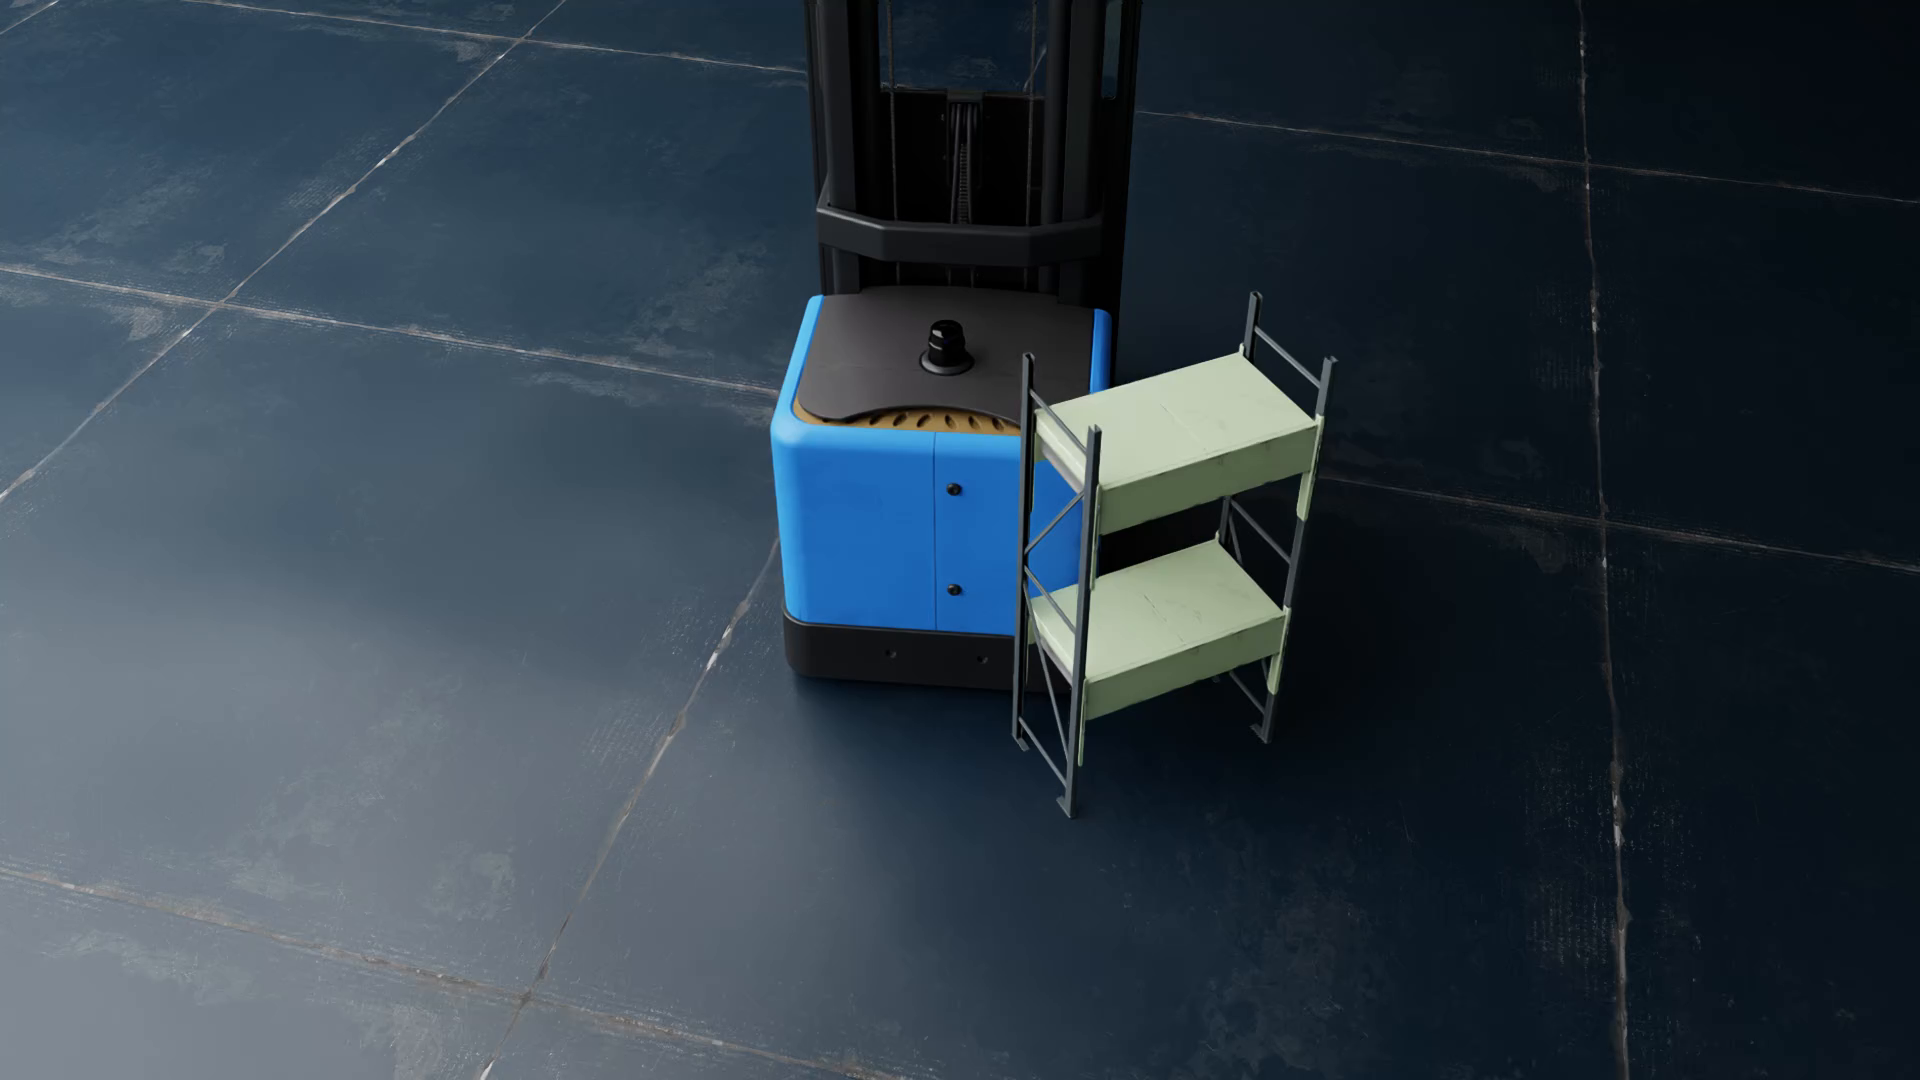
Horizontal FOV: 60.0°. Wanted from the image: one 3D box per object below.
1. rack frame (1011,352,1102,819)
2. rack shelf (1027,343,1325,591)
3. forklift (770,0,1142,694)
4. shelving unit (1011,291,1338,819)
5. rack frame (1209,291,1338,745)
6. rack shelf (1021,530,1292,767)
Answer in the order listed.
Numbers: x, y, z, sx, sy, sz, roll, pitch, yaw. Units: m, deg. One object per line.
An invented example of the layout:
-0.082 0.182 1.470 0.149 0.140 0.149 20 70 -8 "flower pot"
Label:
0.267 0.182 4.867 0.023 1.500 0.400 -17 43 -19 "rack frame"
0.597 -0.219 4.737 0.720 0.370 0.431 -17 43 -19 "rack shelf"
0.062 -1.550 5.817 1.130 2.935 3.031 3 40 4 "forklift"
0.597 0.080 4.989 0.755 1.500 0.431 -17 43 -19 "shelving unit"
0.927 -0.022 5.110 0.023 1.500 0.400 -17 43 -19 "rack frame"
0.597 0.329 5.198 0.720 0.370 0.431 -17 43 -19 "rack shelf"
